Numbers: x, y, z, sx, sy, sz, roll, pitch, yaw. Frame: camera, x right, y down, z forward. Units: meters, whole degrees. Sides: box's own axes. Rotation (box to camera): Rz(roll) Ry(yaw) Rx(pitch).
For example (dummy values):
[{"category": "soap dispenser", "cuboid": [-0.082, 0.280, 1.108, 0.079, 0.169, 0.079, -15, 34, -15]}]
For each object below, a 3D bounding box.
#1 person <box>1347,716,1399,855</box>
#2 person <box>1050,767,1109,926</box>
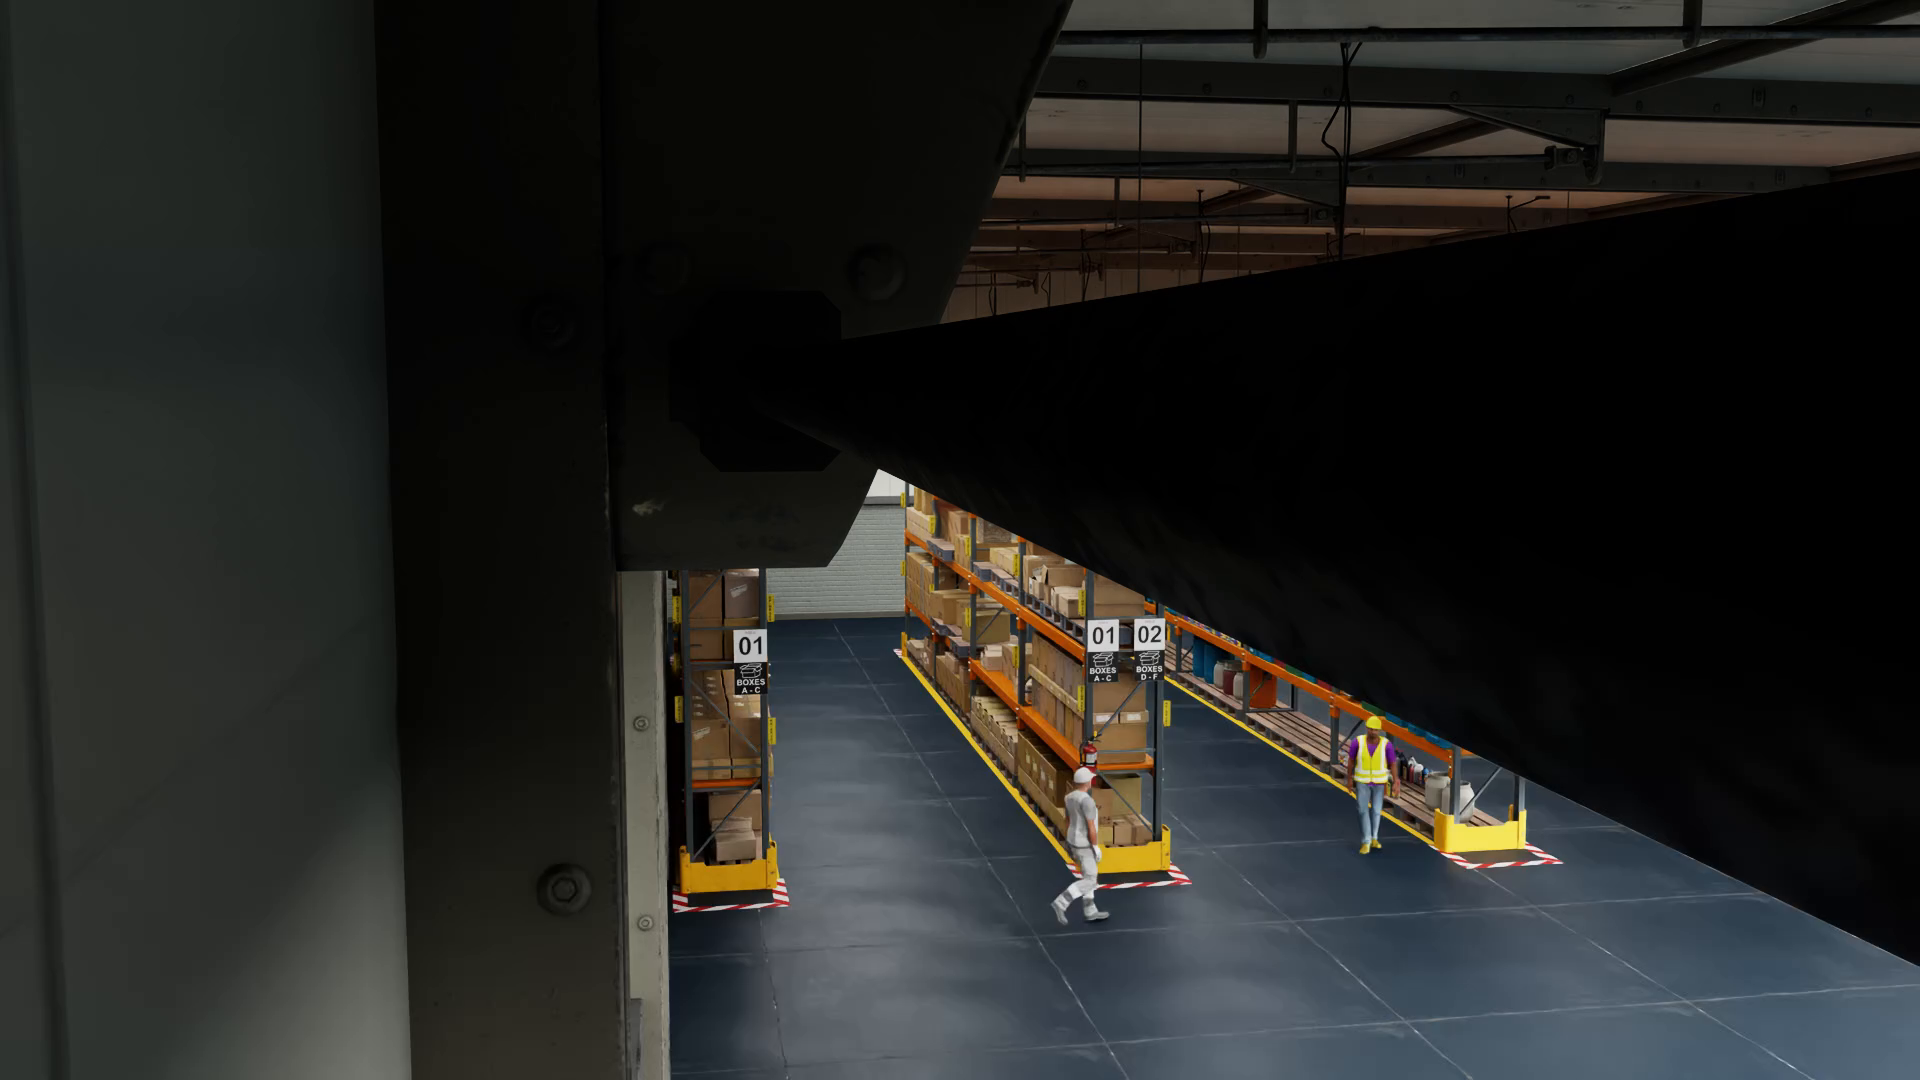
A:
[{"category": "person", "cuboid": [5.414, 3.218, 21.802, 0.647, 1.829, 0.498, 1, 6, 11]}, {"category": "person", "cuboid": [1.346, 3.486, 18.916, 0.806, 1.779, 0.603, -3, 7, -26]}]
